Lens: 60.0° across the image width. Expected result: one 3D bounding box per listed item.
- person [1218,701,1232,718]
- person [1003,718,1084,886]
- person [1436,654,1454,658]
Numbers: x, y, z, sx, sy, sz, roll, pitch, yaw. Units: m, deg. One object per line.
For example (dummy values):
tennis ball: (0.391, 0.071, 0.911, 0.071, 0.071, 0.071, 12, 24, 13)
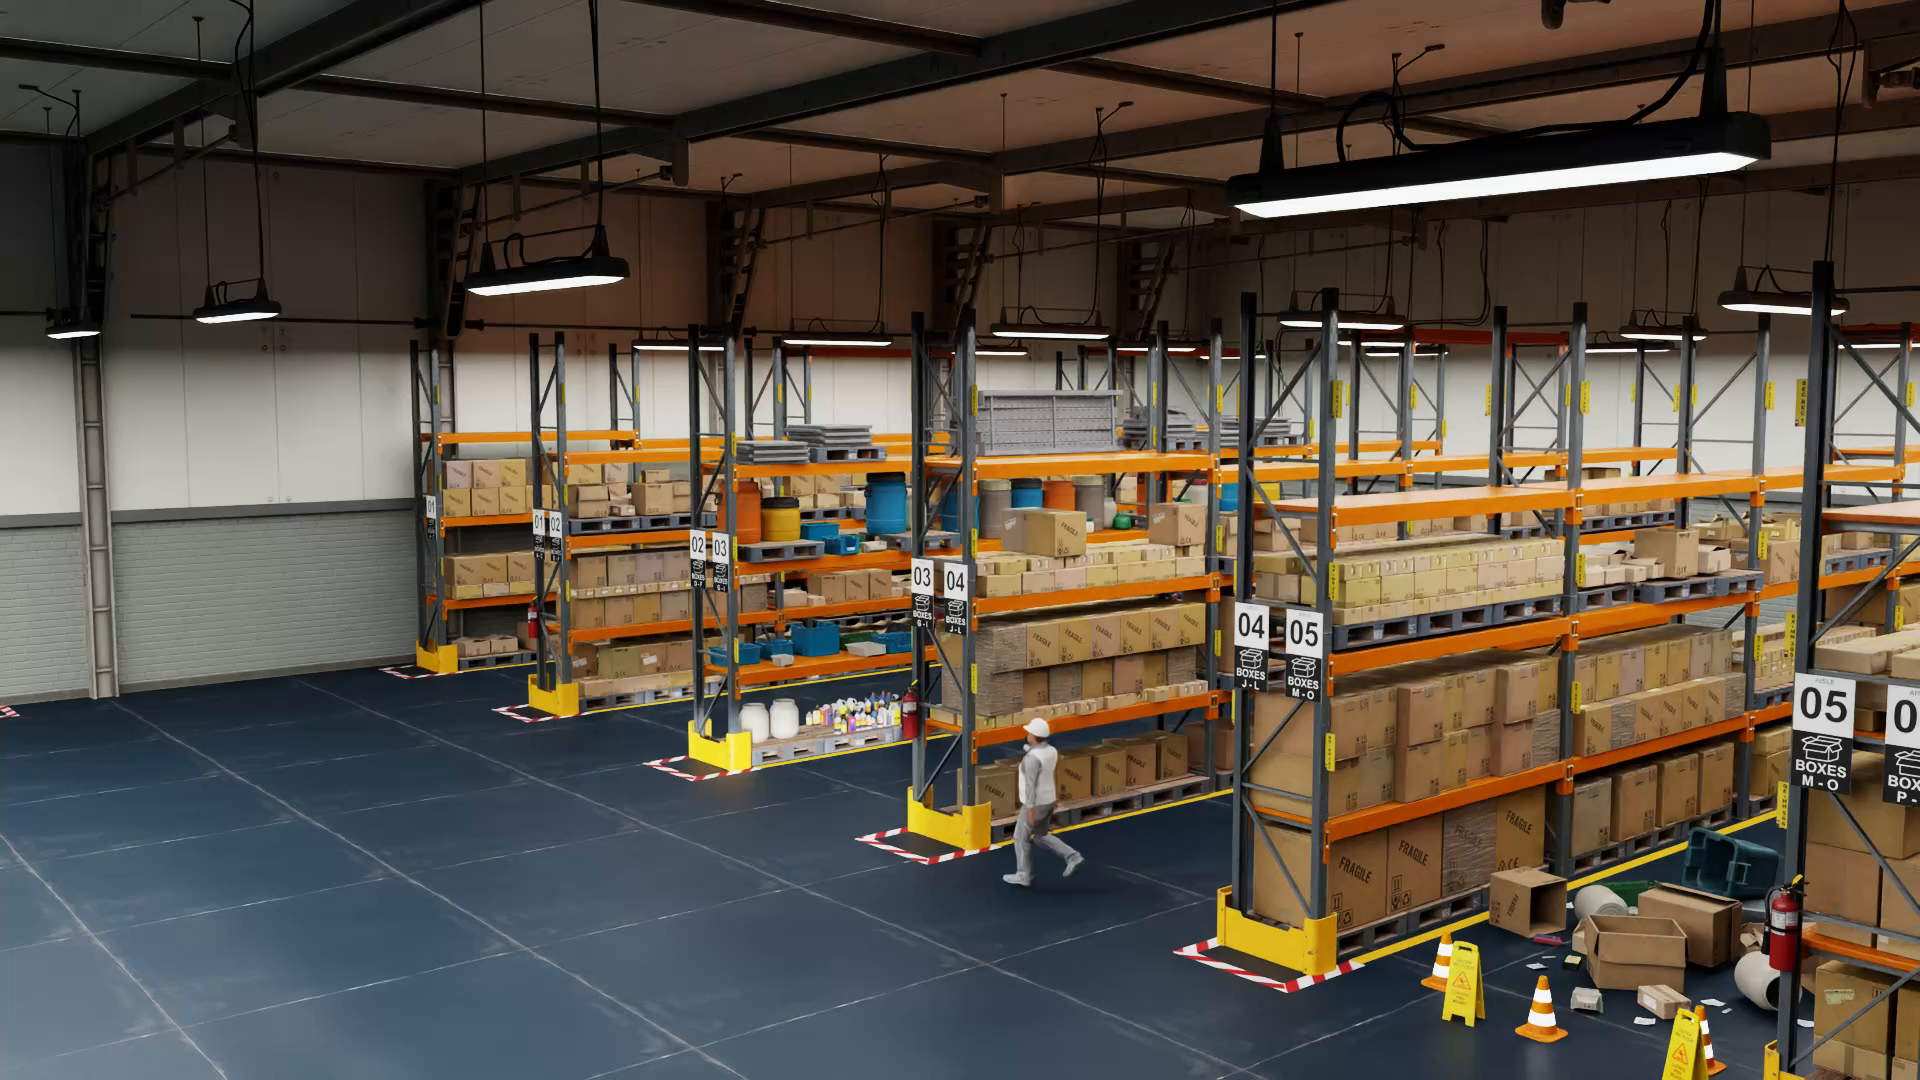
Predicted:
person: (3.913, 2.146, 24.185, 0.536, 1.574, 0.426, 2, 6, 16)
person: (0.848, 2.701, 17.115, 0.820, 1.750, 0.536, 2, 6, 19)
person: (6.337, 2.274, 21.808, 1.084, 1.706, 0.534, -4, 7, -37)
